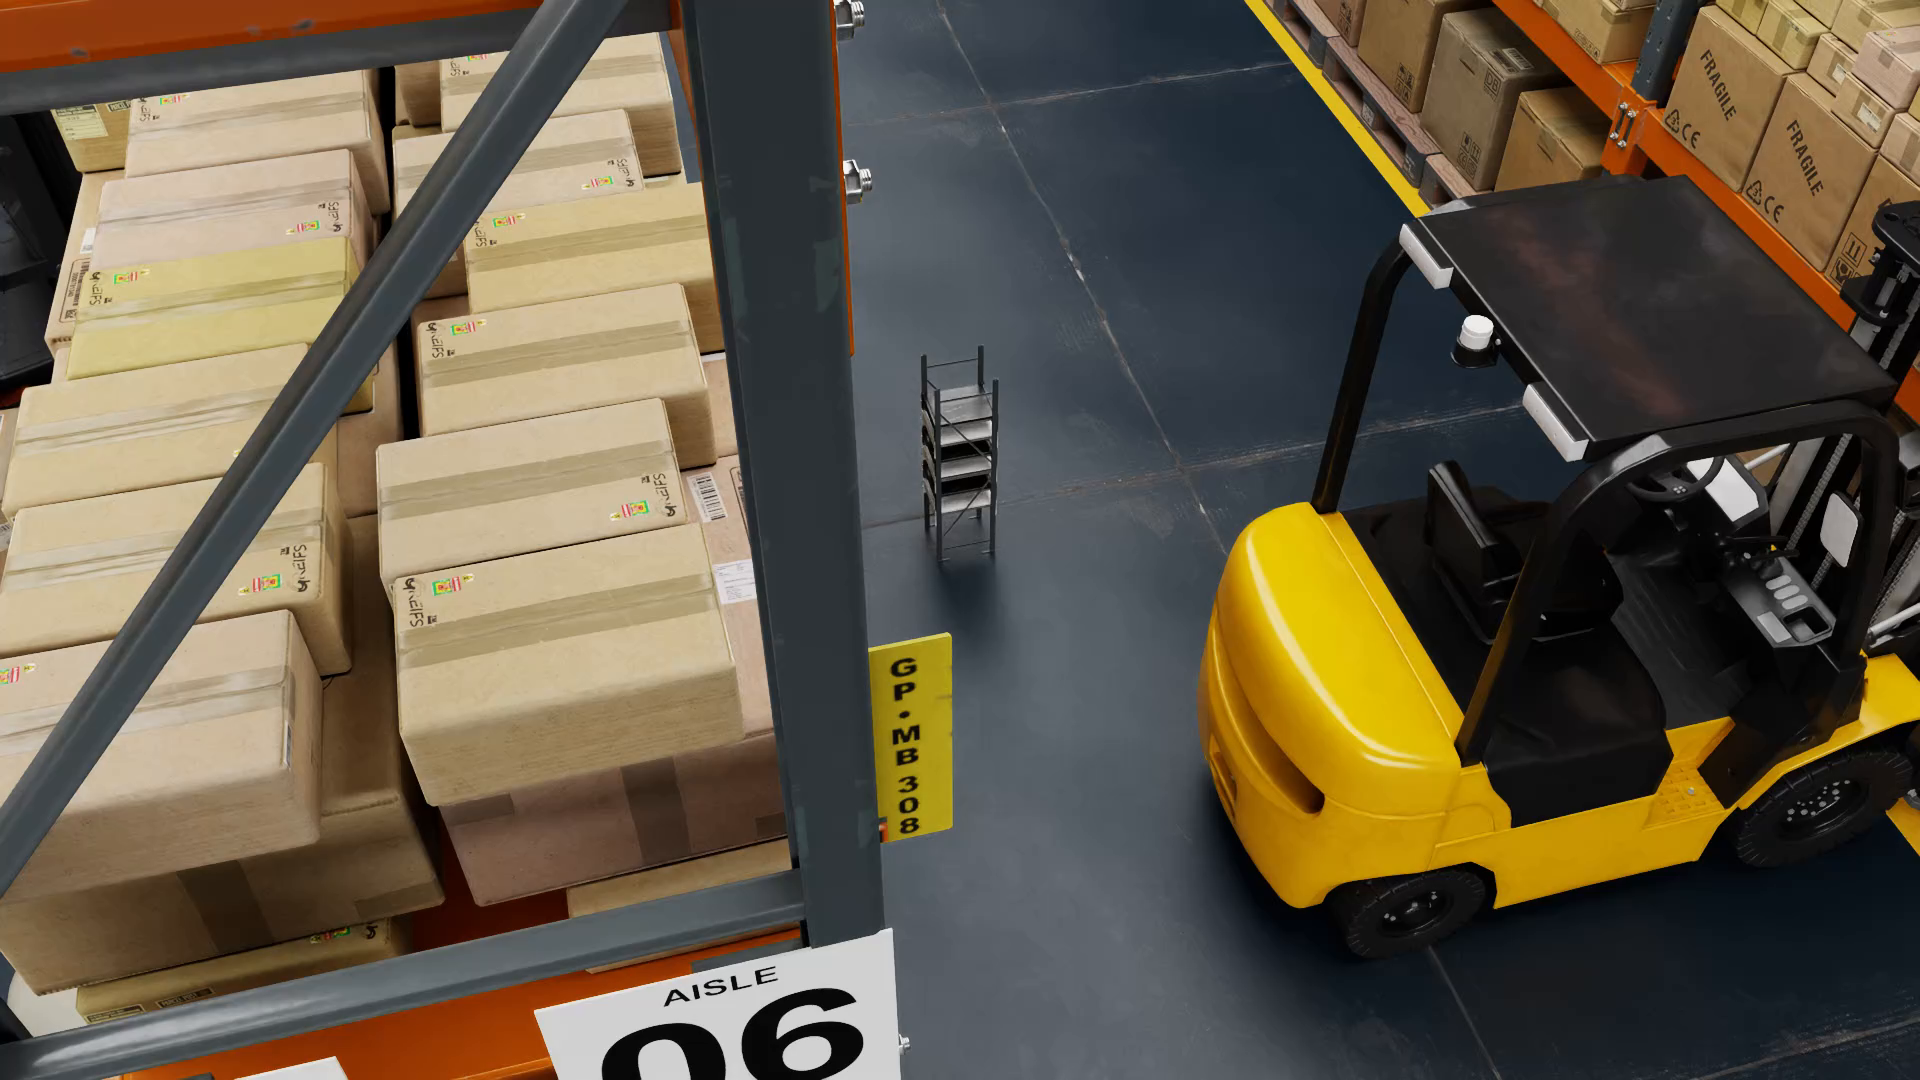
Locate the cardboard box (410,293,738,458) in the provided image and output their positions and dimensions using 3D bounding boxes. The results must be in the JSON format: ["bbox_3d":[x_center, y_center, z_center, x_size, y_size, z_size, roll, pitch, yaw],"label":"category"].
[{"bbox_3d":[-0.572,-0.177,2.620,0.500,0.250,0.500,-11,47,-11],"label":"cardboard box"}]

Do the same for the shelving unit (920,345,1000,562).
[{"bbox_3d":[-0.002,-0.321,6.434,0.258,0.900,0.210,-11,47,-10],"label":"shelving unit"}]

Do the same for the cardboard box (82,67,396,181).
[{"bbox_3d":[-1.369,-0.789,3.220,0.500,0.250,0.500,-10,46,-10],"label":"cardboard box"}]

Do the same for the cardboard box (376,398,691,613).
[{"bbox_3d":[-0.555,-0.025,2.192,0.380,0.149,0.250,-11,47,-10],"label":"cardboard box"}]

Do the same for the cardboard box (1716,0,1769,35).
[{"bbox_3d":[3.019,-1.996,6.082,0.380,0.149,0.250,-11,47,-11],"label":"cardboard box"}]

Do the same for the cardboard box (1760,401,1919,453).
[{"bbox_3d":[3.272,-0.449,6.021,0.500,0.250,0.500,-9,46,-9],"label":"cardboard box"}]

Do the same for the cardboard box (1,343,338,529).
[{"bbox_3d":[-1.065,-0.109,2.274,0.380,0.149,0.250,-11,47,-11],"label":"cardboard box"}]

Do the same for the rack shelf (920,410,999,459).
[{"bbox_3d":[-0.002,-0.423,6.329,0.258,0.077,0.200,-11,47,-10],"label":"rack shelf"}]

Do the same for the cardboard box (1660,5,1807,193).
[{"bbox_3d":[3.053,-1.683,6.229,0.500,0.500,0.500,-12,47,-11],"label":"cardboard box"}]

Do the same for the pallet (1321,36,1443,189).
[{"bbox_3d":[2.650,-2.372,8.927,1.003,0.211,1.213,-11,47,-10],"label":"pallet"}]

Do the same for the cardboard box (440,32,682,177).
[{"bbox_3d":[-0.696,-0.745,2.897,0.380,0.149,0.250,-10,46,-9],"label":"cardboard box"}]

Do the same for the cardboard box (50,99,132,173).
[{"bbox_3d":[-1.379,-0.804,2.955,0.380,0.149,0.250,-10,46,-9],"label":"cardboard box"}]

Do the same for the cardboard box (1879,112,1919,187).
[{"bbox_3d":[3.238,-1.278,5.378,0.380,0.149,0.250,-11,47,-11],"label":"cardboard box"}]

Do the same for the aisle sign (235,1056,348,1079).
[{"bbox_3d":[-0.846,0.855,1.991,0.394,0.787,0.004,-11,47,-10],"label":"aisle sign"}]

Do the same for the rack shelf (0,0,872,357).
[{"bbox_3d":[-1.093,-1.558,2.482,1.077,0.370,4.000,-11,47,-10],"label":"rack shelf"}]

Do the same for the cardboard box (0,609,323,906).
[{"bbox_3d":[-0.953,0.249,1.923,0.380,0.149,0.250,-10,46,-10],"label":"cardboard box"}]

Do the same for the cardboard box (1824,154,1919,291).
[{"bbox_3d":[3.333,-0.977,5.538,0.500,0.500,0.500,-11,47,-11],"label":"cardboard box"}]

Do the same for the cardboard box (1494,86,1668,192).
[{"bbox_3d":[3.047,-1.676,7.661,0.875,0.625,0.625,-9,46,-9],"label":"cardboard box"}]

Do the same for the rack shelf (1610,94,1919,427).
[{"bbox_3d":[3.704,-0.370,5.516,1.077,0.370,4.000,-11,47,-10],"label":"rack shelf"}]

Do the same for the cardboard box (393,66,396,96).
[{"bbox_3d":[-1.496,-1.086,3.789,0.380,0.149,0.250,-12,47,-12],"label":"cardboard box"}]

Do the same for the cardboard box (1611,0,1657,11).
[{"bbox_3d":[2.819,-2.417,6.774,0.500,0.250,0.500,-12,47,-11],"label":"cardboard box"}]

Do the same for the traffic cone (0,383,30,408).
[{"bbox_3d":[-4.317,-0.822,7.231,0.336,0.463,0.334,-11,47,-10],"label":"traffic cone"}]

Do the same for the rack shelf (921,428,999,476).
[{"bbox_3d":[-0.002,-0.360,6.394,0.258,0.077,0.200,-11,47,-10],"label":"rack shelf"}]

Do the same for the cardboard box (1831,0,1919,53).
[{"bbox_3d":[3.215,-1.756,5.638,0.380,0.149,0.250,-11,47,-11],"label":"cardboard box"}]

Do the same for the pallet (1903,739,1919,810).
[{"bbox_3d":[3.671,0.374,6.235,1.003,0.211,1.213,-11,47,-10],"label":"pallet"}]

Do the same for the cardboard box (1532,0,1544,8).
[{"bbox_3d":[2.676,-2.596,7.299,0.500,0.250,0.500,-11,47,-11],"label":"cardboard box"}]

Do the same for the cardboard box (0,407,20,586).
[{"bbox_3d":[-3.318,-0.136,6.003,0.500,0.500,0.500,-11,47,-10],"label":"cardboard box"}]

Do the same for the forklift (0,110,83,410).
[{"bbox_3d":[-4.181,-1.815,6.476,3.031,2.935,1.130,-29,52,-25],"label":"forklift"}]

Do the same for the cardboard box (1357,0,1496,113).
[{"bbox_3d":[2.662,-2.732,8.696,0.875,0.625,0.625,-12,47,-12],"label":"cardboard box"}]

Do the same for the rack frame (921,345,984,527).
[{"bbox_3d":[-0.028,-0.391,6.503,0.240,0.900,0.006,-11,47,-10],"label":"rack frame"}]

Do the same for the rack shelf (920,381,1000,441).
[{"bbox_3d":[-0.002,-0.486,6.265,0.258,0.077,0.200,-11,47,-10],"label":"rack shelf"}]

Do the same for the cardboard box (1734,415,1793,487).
[{"bbox_3d":[3.266,-0.275,6.200,0.500,0.250,0.500,-11,47,-11],"label":"cardboard box"}]

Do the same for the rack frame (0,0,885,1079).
[{"bbox_3d":[-0.581,-0.430,0.871,1.000,3.000,0.127,-11,47,-10],"label":"rack frame"}]

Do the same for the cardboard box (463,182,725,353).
[{"bbox_3d":[-0.552,-0.396,2.555,0.380,0.149,0.250,-11,47,-10],"label":"cardboard box"}]

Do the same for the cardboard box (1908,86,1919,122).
[{"bbox_3d":[3.274,-1.385,5.275,0.380,0.149,0.250,-11,47,-11],"label":"cardboard box"}]

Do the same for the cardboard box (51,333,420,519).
[{"bbox_3d":[-1.088,-0.086,2.531,0.500,0.250,0.500,-11,47,-11],"label":"cardboard box"}]

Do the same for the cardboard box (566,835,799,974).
[{"bbox_3d":[-0.352,0.419,2.315,0.380,0.149,0.250,-11,47,-10],"label":"cardboard box"}]

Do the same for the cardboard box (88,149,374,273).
[{"bbox_3d":[-1.136,-0.464,2.622,0.380,0.149,0.250,-11,47,-10],"label":"cardboard box"}]

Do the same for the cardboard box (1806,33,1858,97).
[{"bbox_3d":[3.181,-1.643,5.736,0.380,0.149,0.250,-11,47,-10],"label":"cardboard box"}]

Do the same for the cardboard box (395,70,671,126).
[{"bbox_3d":[-0.841,-0.887,3.315,0.500,0.250,0.500,-10,46,-9],"label":"cardboard box"}]
